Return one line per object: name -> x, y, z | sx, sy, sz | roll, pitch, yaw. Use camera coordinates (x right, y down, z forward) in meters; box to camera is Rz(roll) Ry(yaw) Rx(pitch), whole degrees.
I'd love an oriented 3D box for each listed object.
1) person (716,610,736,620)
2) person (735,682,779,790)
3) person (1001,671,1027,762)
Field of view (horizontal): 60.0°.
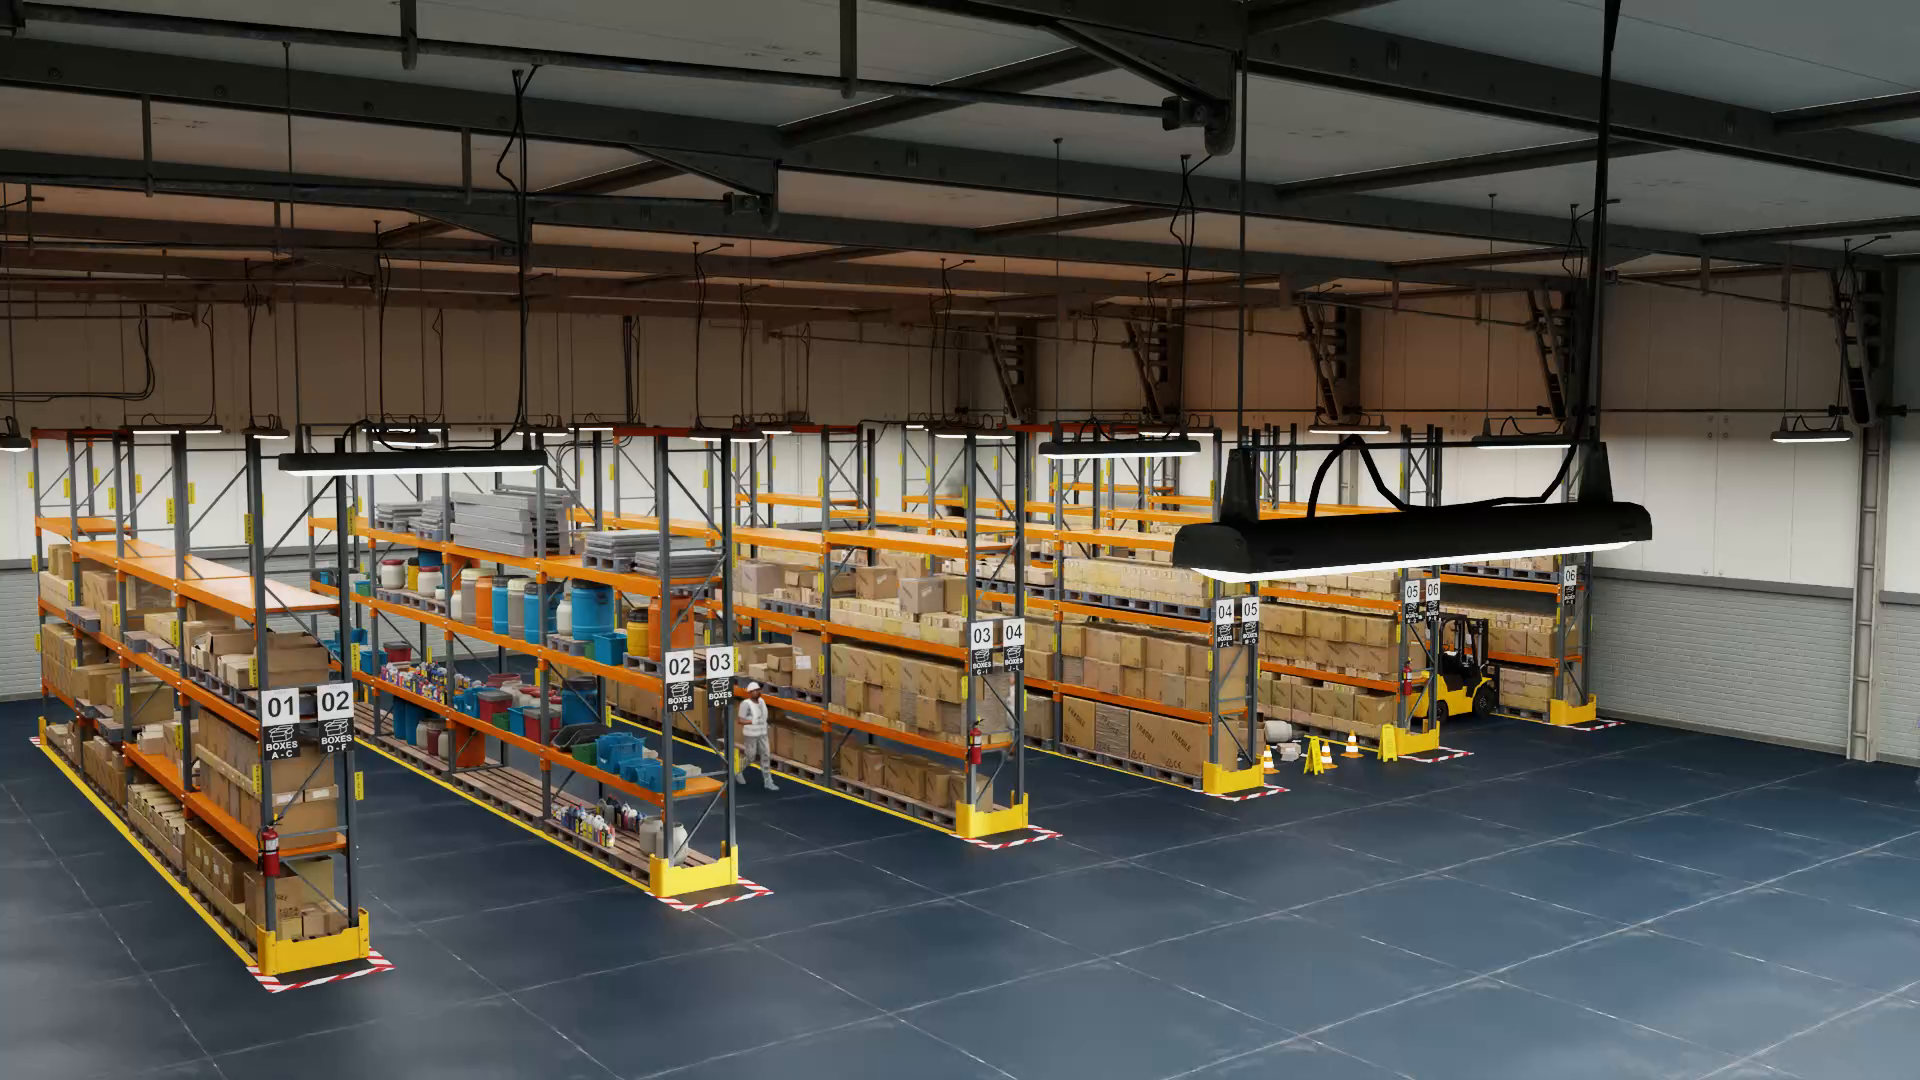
person -> -5.949, 2.203, 41.507 | 0.867, 1.707, 0.703 | -2, 5, -26
person -> -3.388, 3.235, 27.587 | 0.972, 1.762, 0.690 | 4, 6, 40
person -> 0.954, 3.146, 29.798 | 0.592, 1.671, 0.641 | -4, 6, -42
